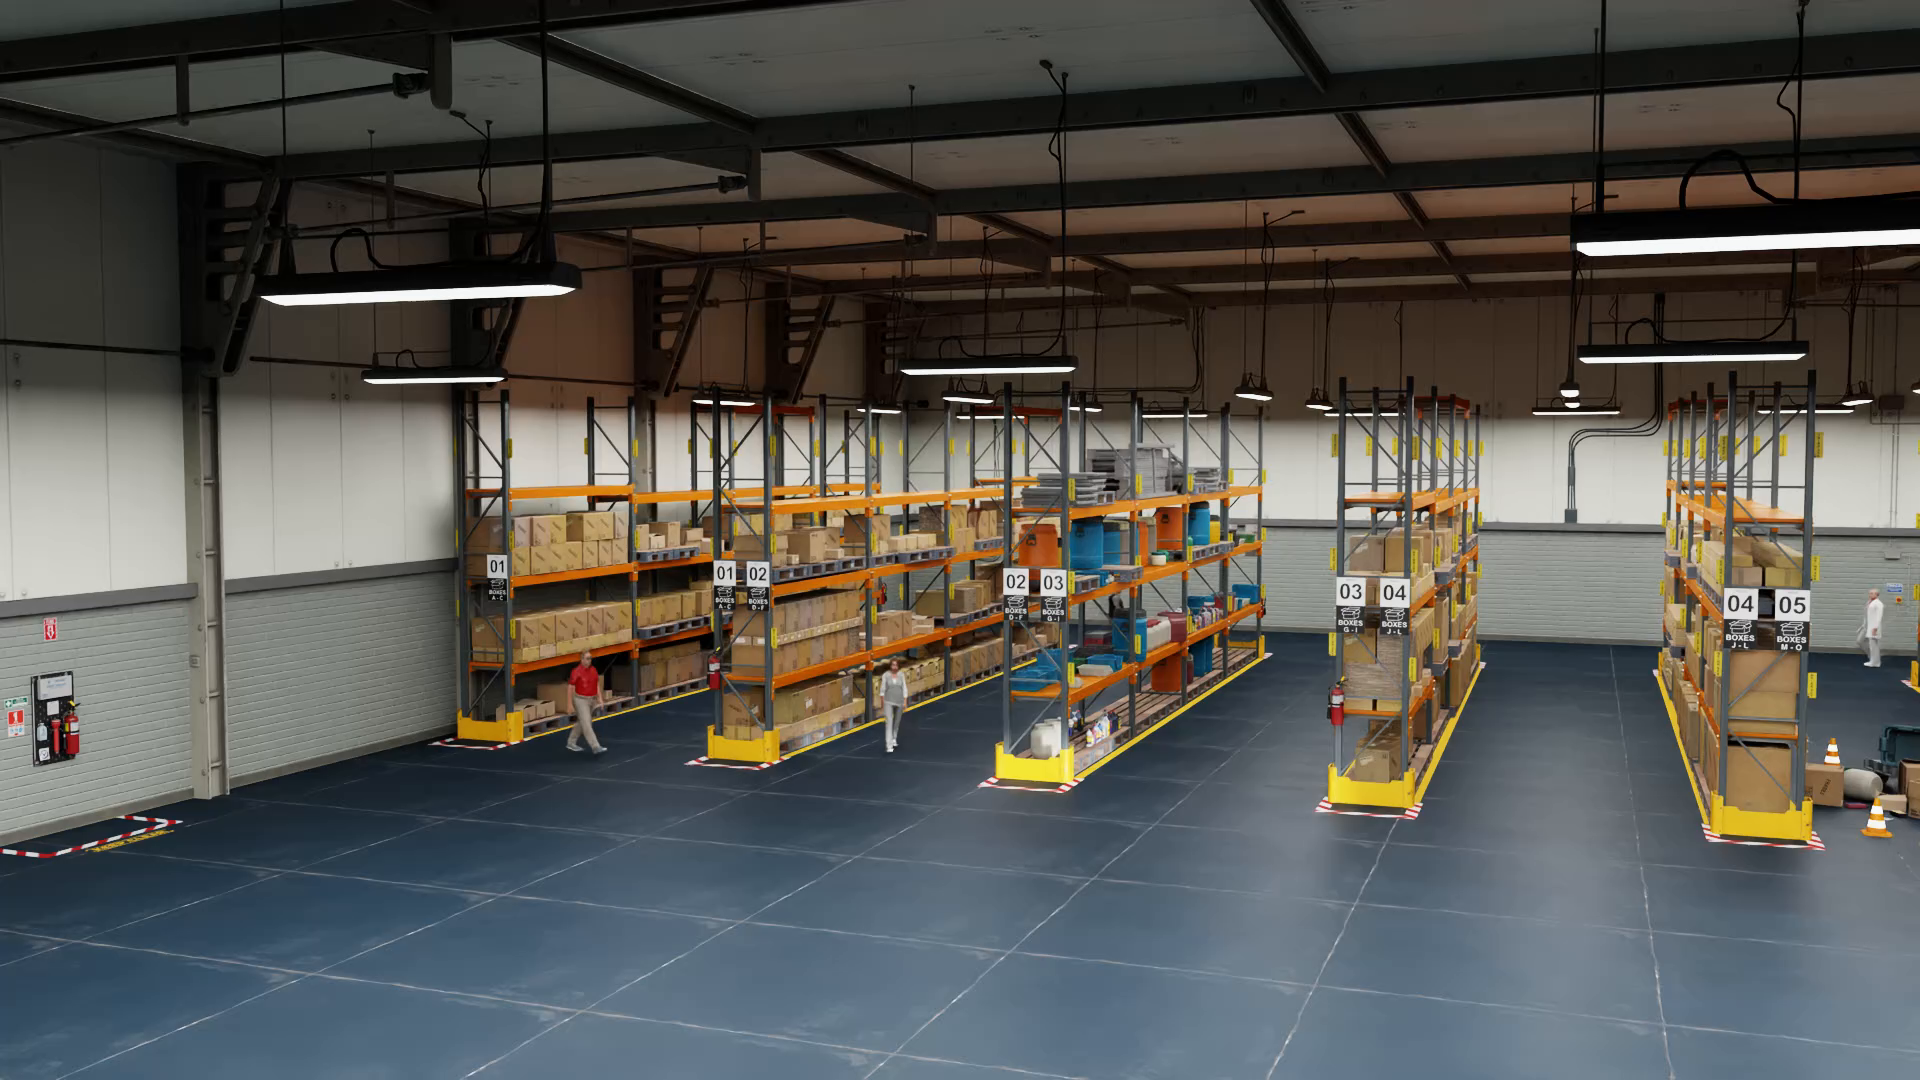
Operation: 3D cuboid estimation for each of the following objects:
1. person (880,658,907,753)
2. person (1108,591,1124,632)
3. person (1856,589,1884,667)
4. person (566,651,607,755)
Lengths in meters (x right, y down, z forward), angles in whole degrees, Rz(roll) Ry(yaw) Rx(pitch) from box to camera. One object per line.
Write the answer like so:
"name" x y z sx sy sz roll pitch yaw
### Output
"person" -1.104 2.710 27.426 0.464 1.516 0.999 -1 3 -19
"person" 3.742 1.921 40.260 0.687 1.710 0.594 0 3 -2
"person" 20.816 2.009 37.985 0.508 1.795 0.613 0 3 -3
"person" -6.061 2.645 27.134 1.038 1.669 0.578 1 3 25
